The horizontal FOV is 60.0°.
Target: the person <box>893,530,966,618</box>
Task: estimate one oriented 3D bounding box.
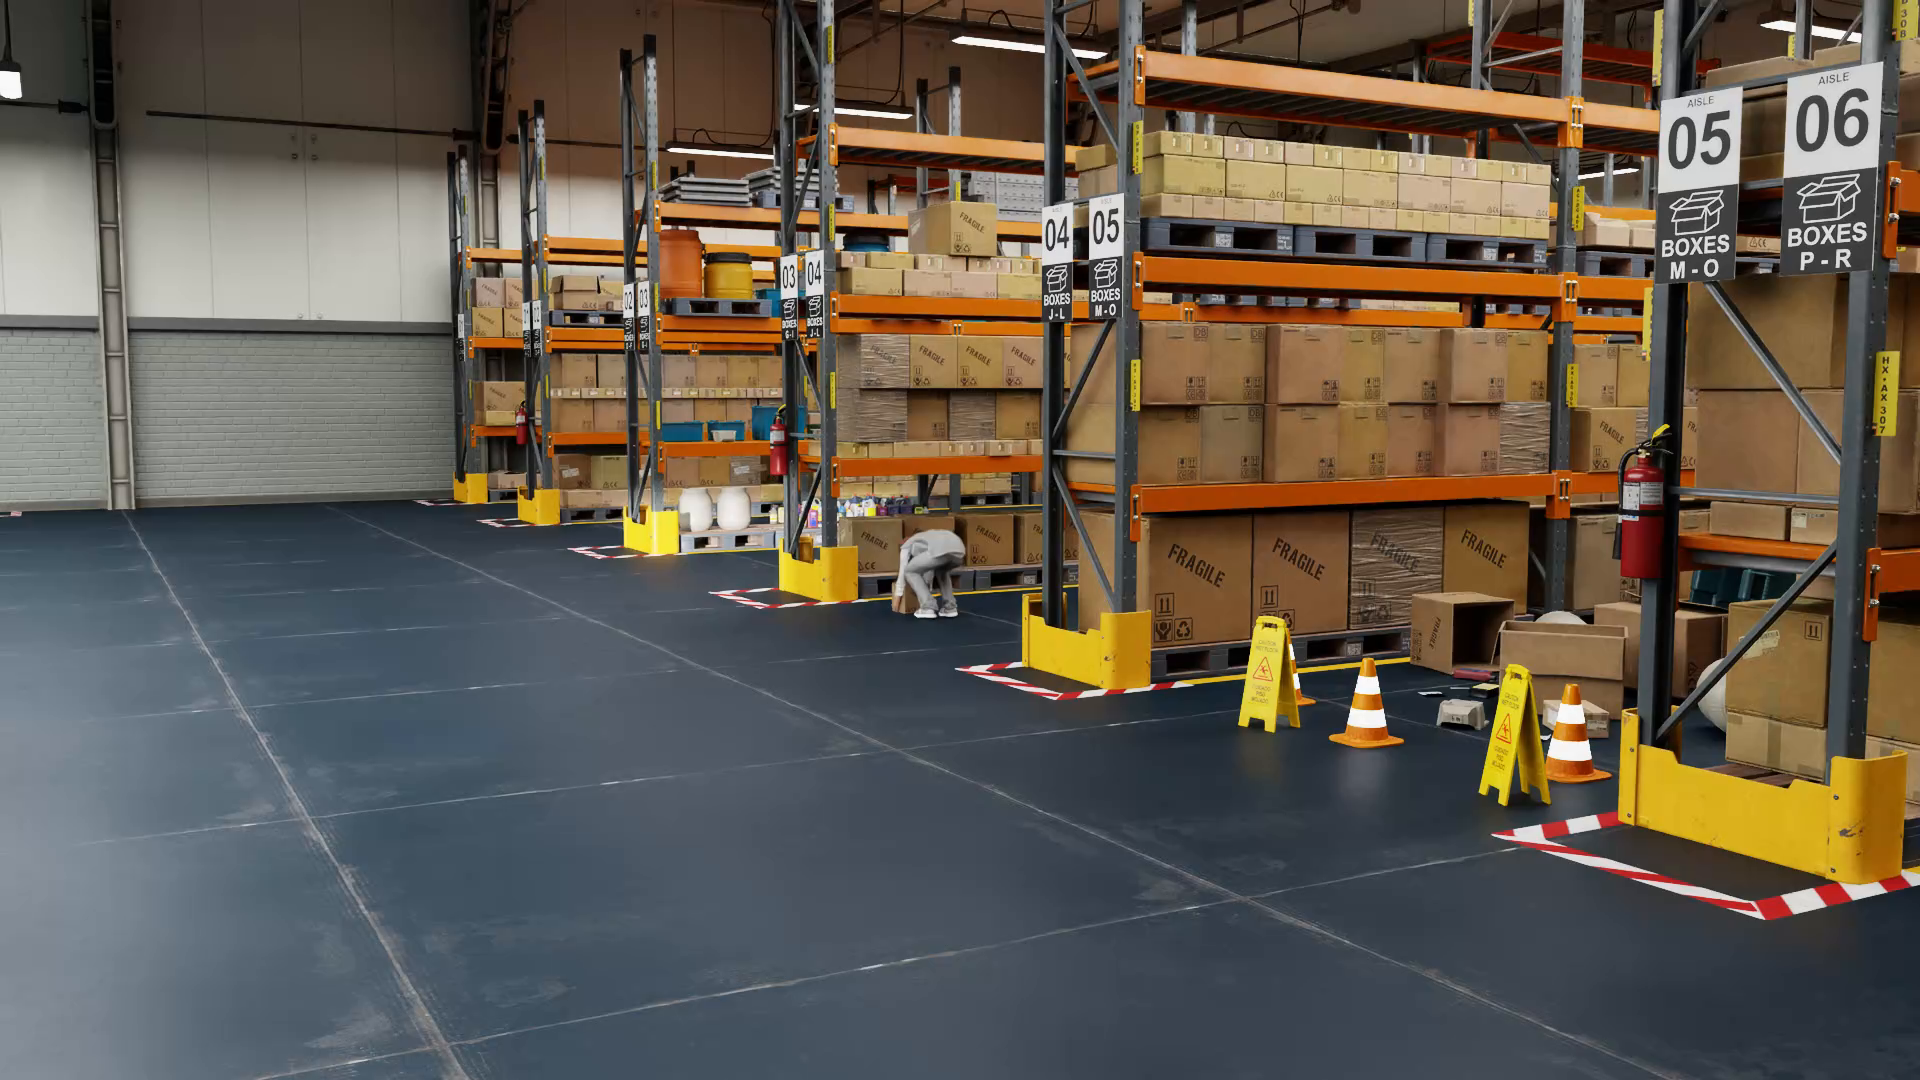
[{"bbox_3d":[-0.276,0.286,14.312,0.429,0.779,0.871,-3,6,-31],"label":"person"}]
